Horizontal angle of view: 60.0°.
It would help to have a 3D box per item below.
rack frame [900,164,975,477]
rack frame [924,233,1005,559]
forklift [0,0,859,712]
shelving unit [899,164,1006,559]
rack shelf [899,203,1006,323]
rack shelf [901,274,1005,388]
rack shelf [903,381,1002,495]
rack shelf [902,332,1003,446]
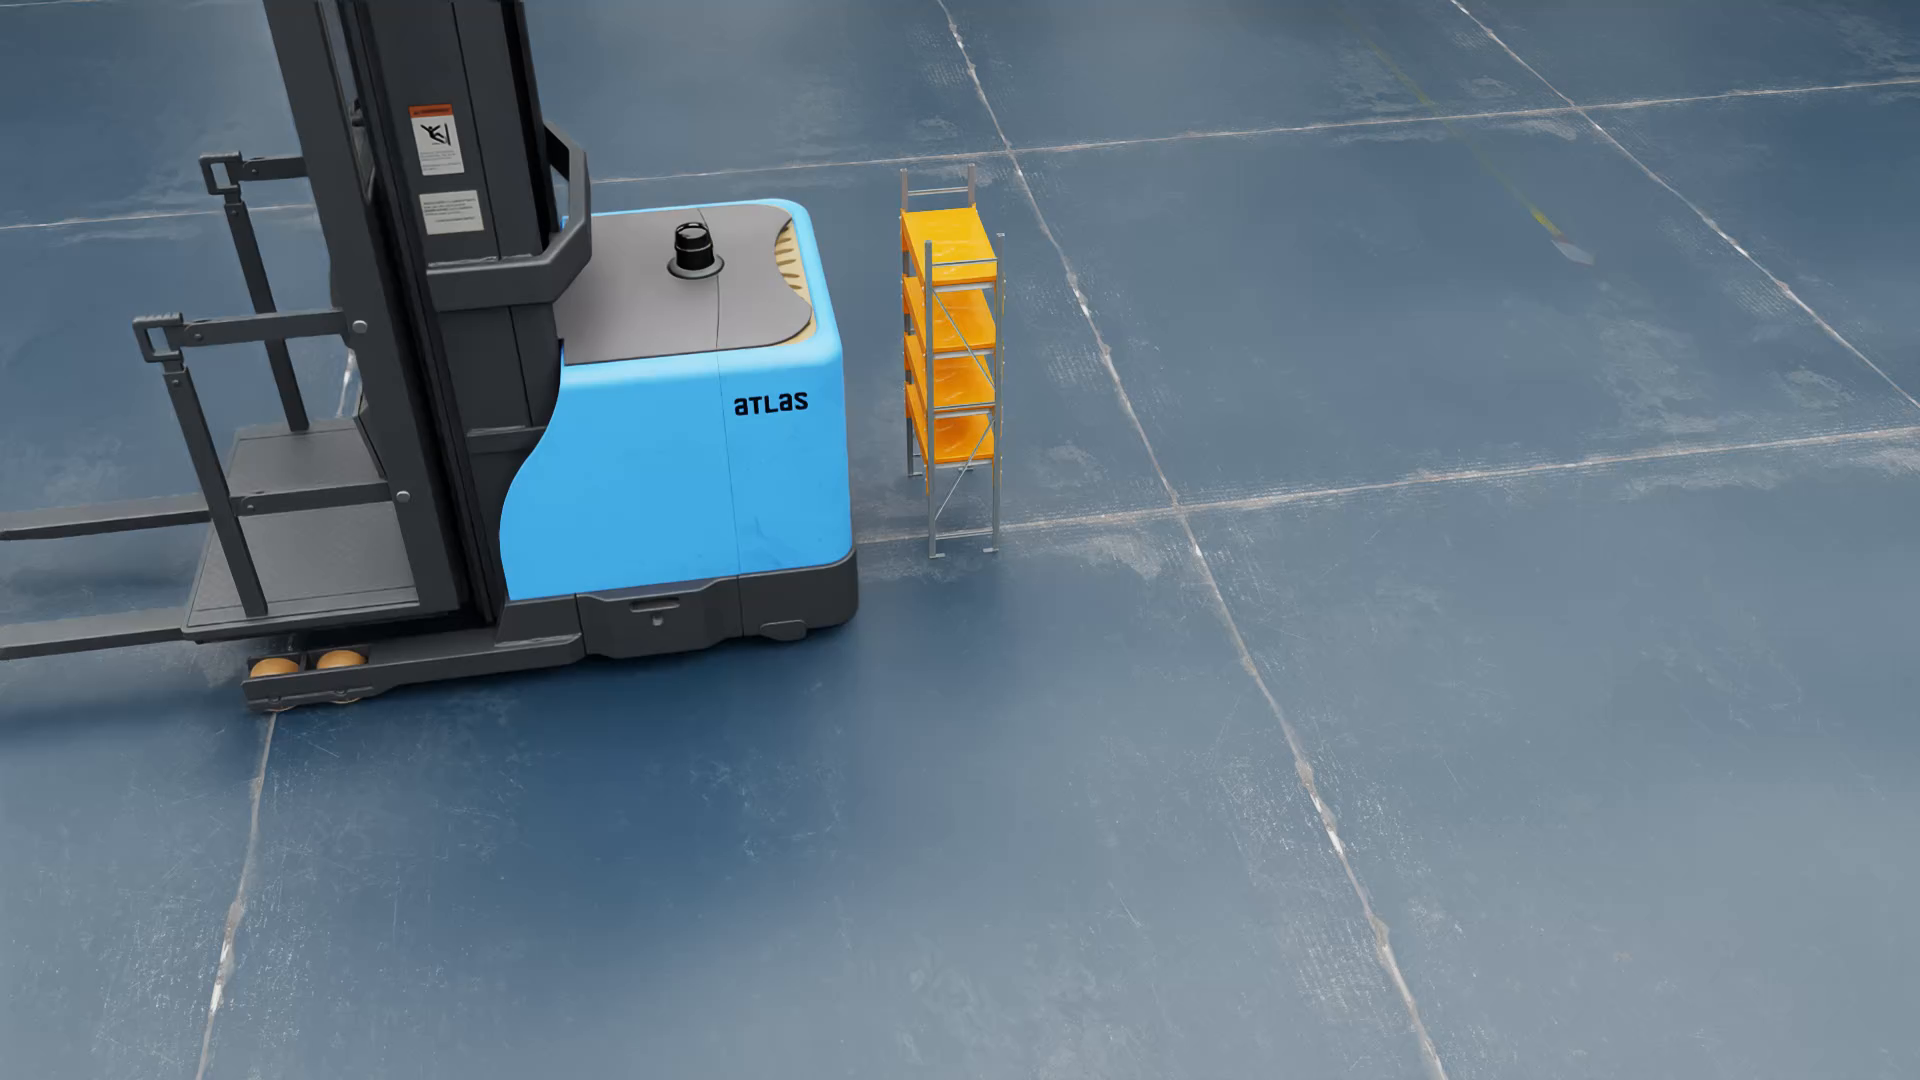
[{"bbox_3d":[-0.072,-0.721,5.700,0.240,1.200,0.015,-6,38,-8],"label":"rack frame"},{"bbox_3d":[0.014,-0.426,5.321,0.240,1.200,0.015,-6,38,-8],"label":"rack frame"},{"bbox_3d":[-1.894,-0.986,4.630,3.031,2.935,1.130,-6,38,-8],"label":"forklift"},{"bbox_3d":[-0.029,-0.574,5.511,0.258,1.200,0.503,-6,38,-8],"label":"shelving unit"},{"bbox_3d":[-0.029,-0.884,5.270,0.258,0.148,0.480,-6,38,-8],"label":"rack shelf"},{"bbox_3d":[-0.029,-0.697,5.415,0.258,0.148,0.480,-6,38,-8],"label":"rack shelf"},{"bbox_3d":[-0.029,-0.364,5.674,0.258,0.148,0.480,-6,38,-8],"label":"rack shelf"},{"bbox_3d":[-0.029,-0.521,5.552,0.258,0.148,0.480,-6,38,-8],"label":"rack shelf"}]
